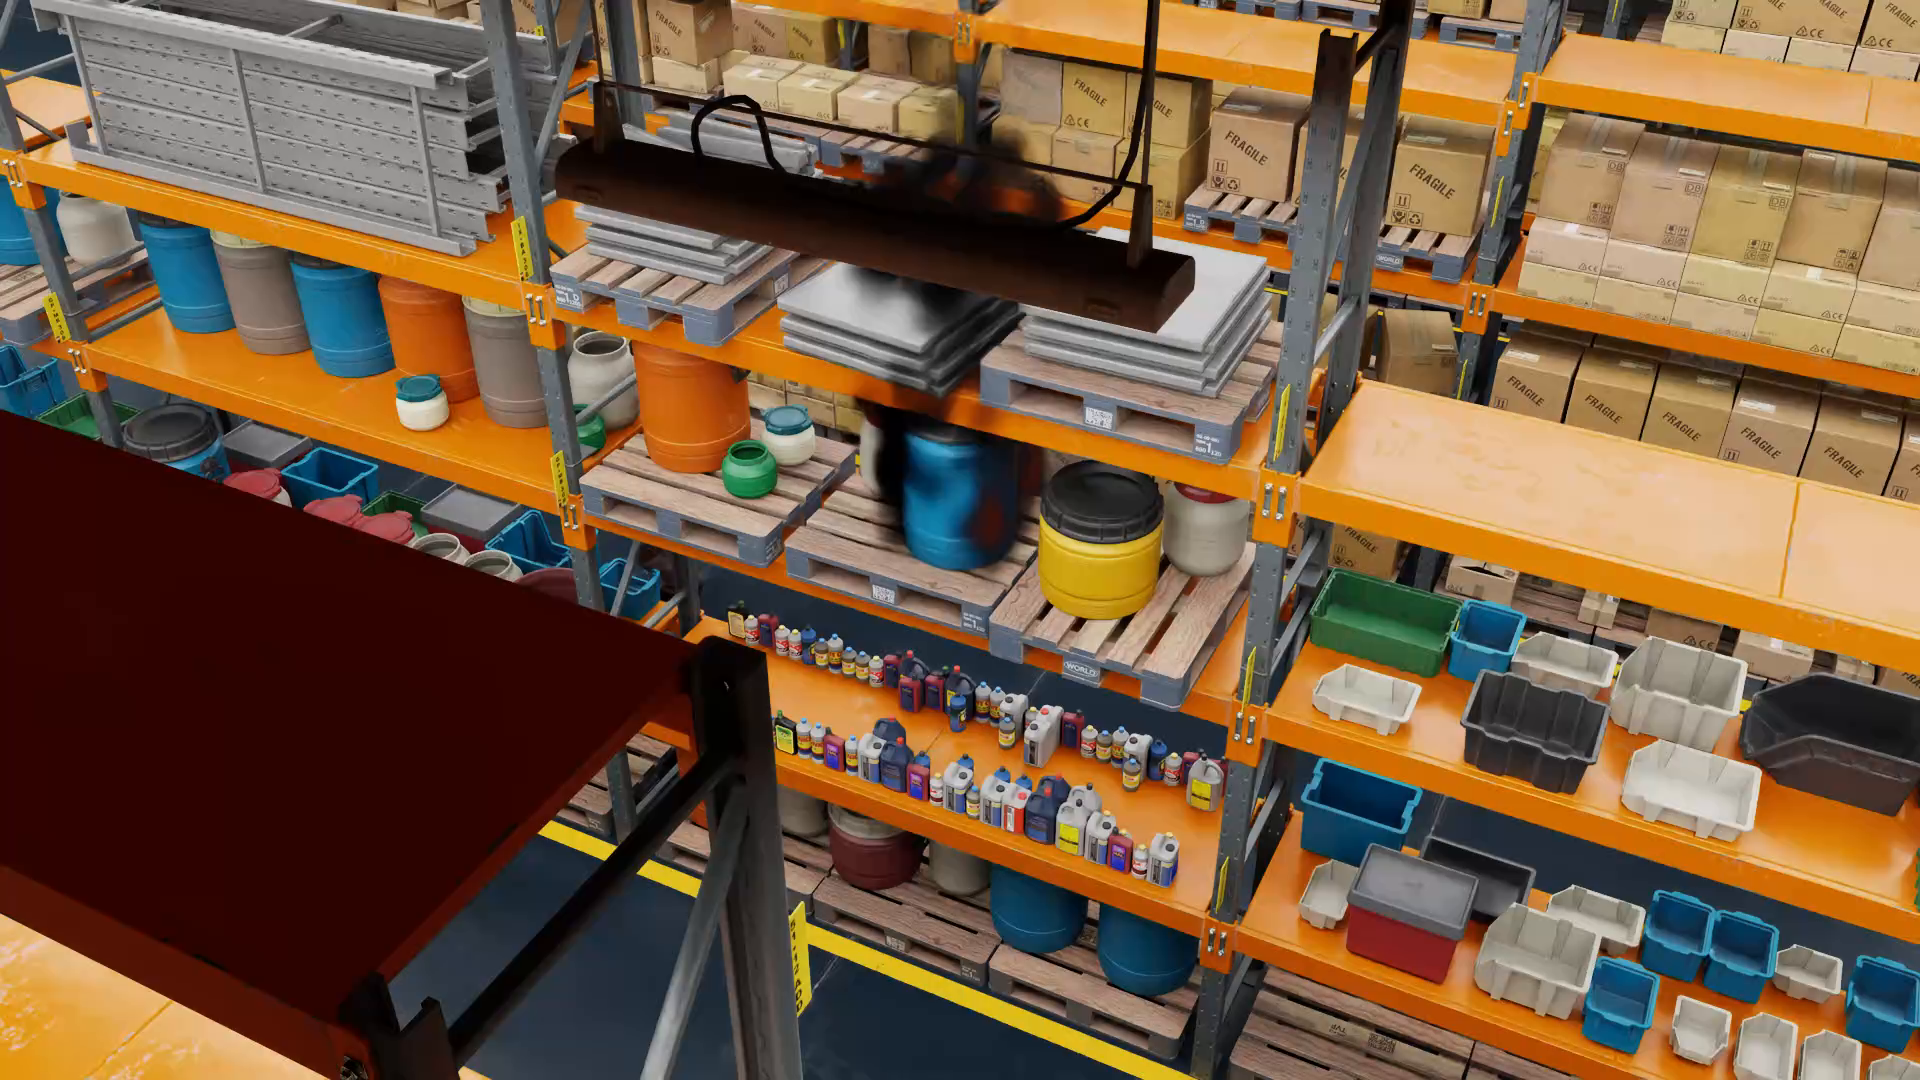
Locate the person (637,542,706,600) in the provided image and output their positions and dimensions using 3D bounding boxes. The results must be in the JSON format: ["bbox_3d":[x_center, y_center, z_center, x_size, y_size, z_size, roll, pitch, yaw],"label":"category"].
[{"bbox_3d":[-2.220,-0.201,12.702,0.614,1.673,0.659,12,37,17],"label":"person"}]
